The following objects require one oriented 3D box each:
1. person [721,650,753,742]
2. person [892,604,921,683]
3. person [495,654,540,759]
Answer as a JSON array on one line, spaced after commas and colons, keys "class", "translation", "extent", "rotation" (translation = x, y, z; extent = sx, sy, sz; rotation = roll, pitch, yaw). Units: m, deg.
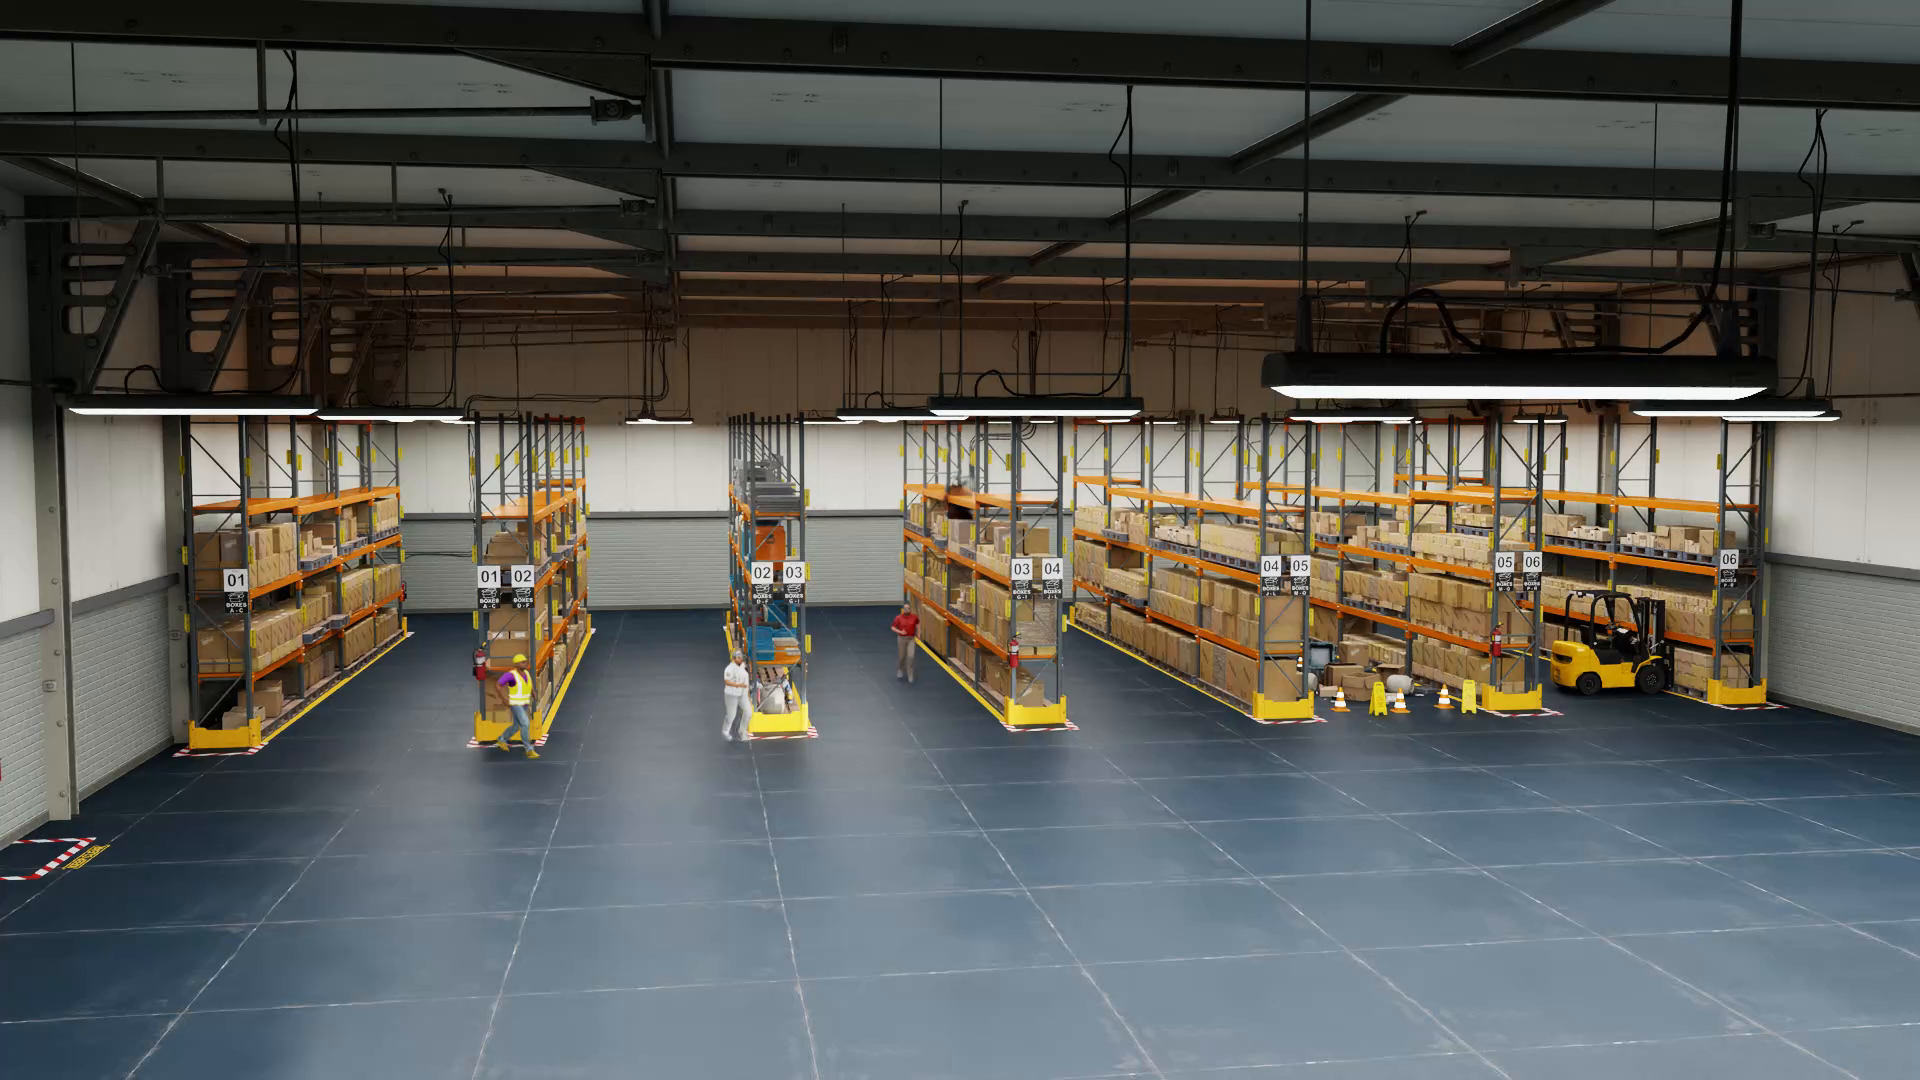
[{"class": "person", "translation": [-4.045, 2.859, 30.279], "extent": [0.714, 1.725, 0.621], "rotation": [4, 5, 44]}, {"class": "person", "translation": [-1.209, 2.310, 37.551], "extent": [0.683, 1.764, 0.872], "rotation": [-1, 4, -10]}, {"class": "person", "translation": [-7.662, 2.867, 28.902], "extent": [0.951, 1.770, 0.716], "rotation": [1, 4, 20]}]
